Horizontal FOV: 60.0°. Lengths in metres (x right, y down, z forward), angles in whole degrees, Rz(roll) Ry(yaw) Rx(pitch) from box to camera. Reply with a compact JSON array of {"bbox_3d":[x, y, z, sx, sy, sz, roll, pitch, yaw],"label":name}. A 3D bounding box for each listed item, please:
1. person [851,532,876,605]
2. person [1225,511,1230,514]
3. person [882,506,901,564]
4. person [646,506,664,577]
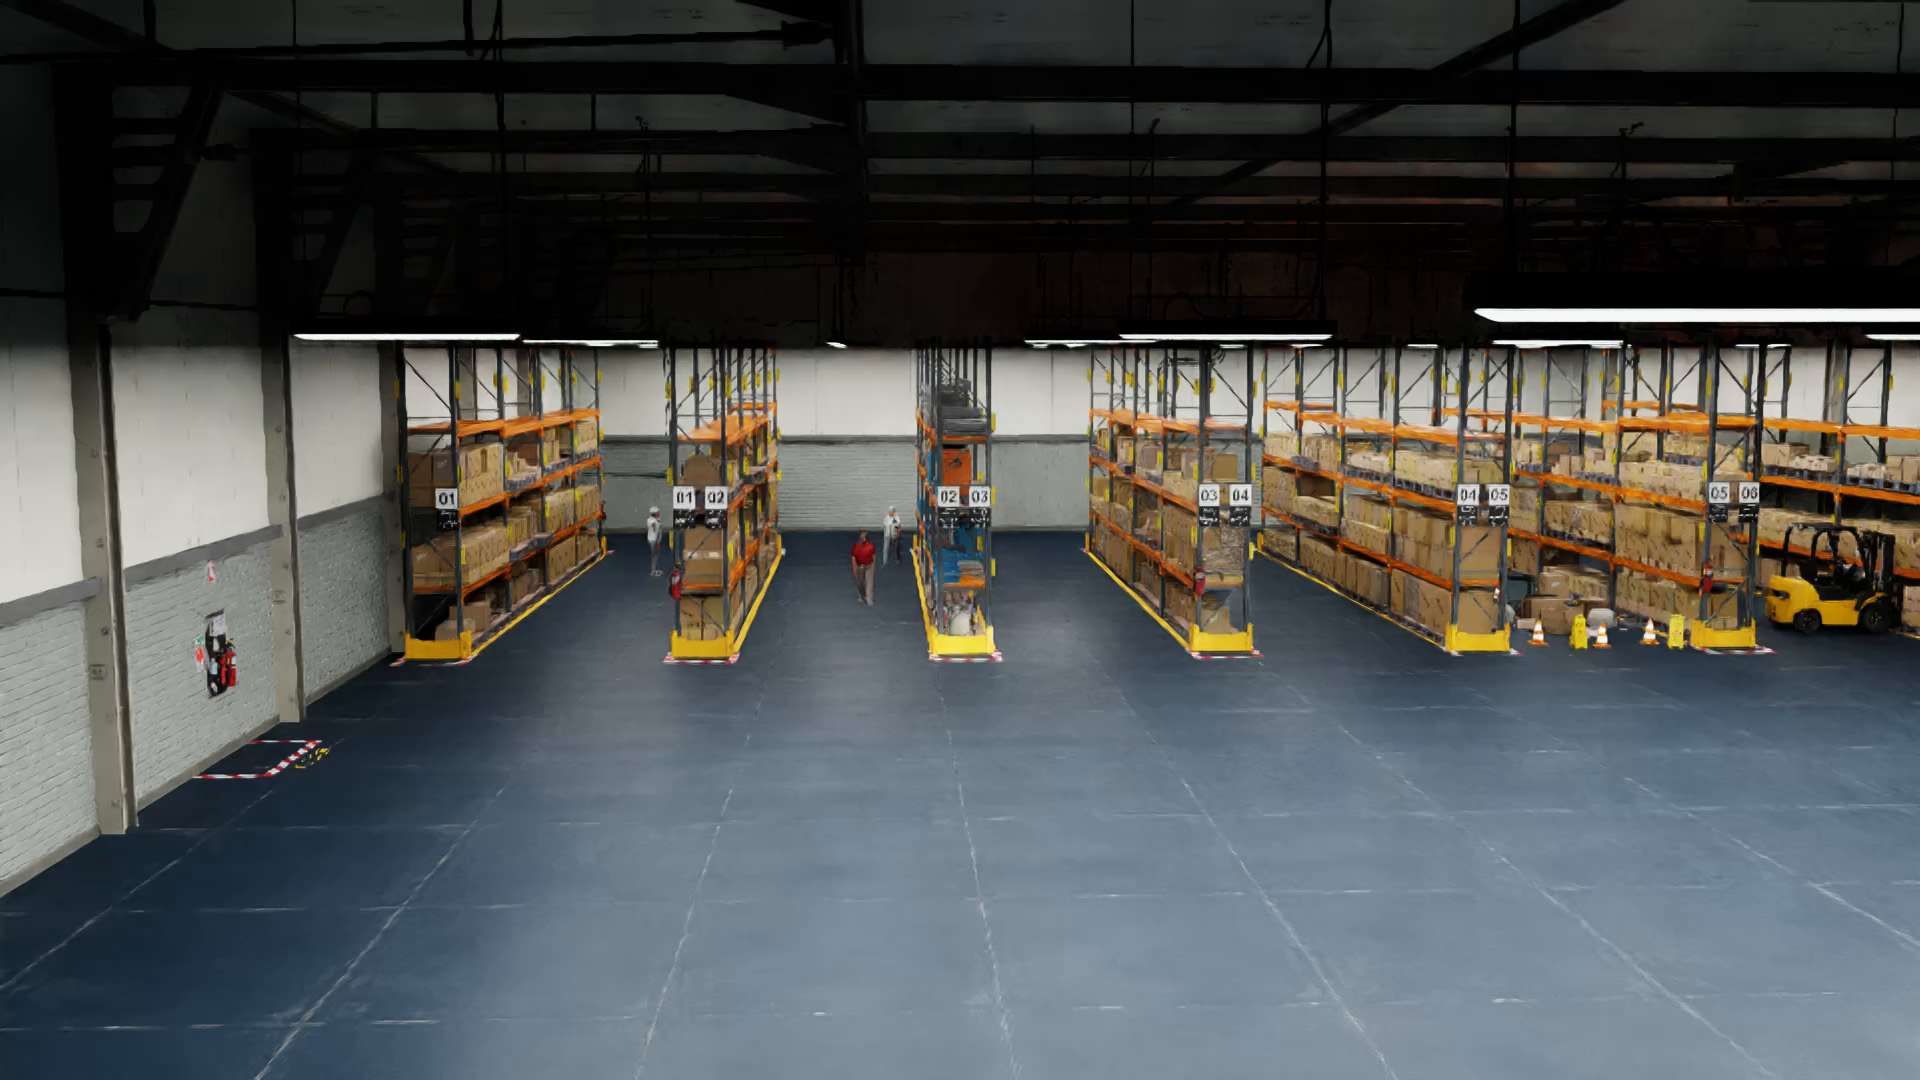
[{"bbox_3d":[-2.185,0.622,37.597,0.542,1.645,1.126,0,6,-1],"label":"person"},{"bbox_3d":[7.720,-0.571,48.295,0.444,1.602,1.017,1,7,6],"label":"person"},{"bbox_3d":[-1.795,-0.139,44.337,0.478,1.553,0.824,1,7,7],"label":"person"},{"bbox_3d":[-7.715,0.027,42.291,0.463,1.774,0.598,-3,7,-28],"label":"person"}]
